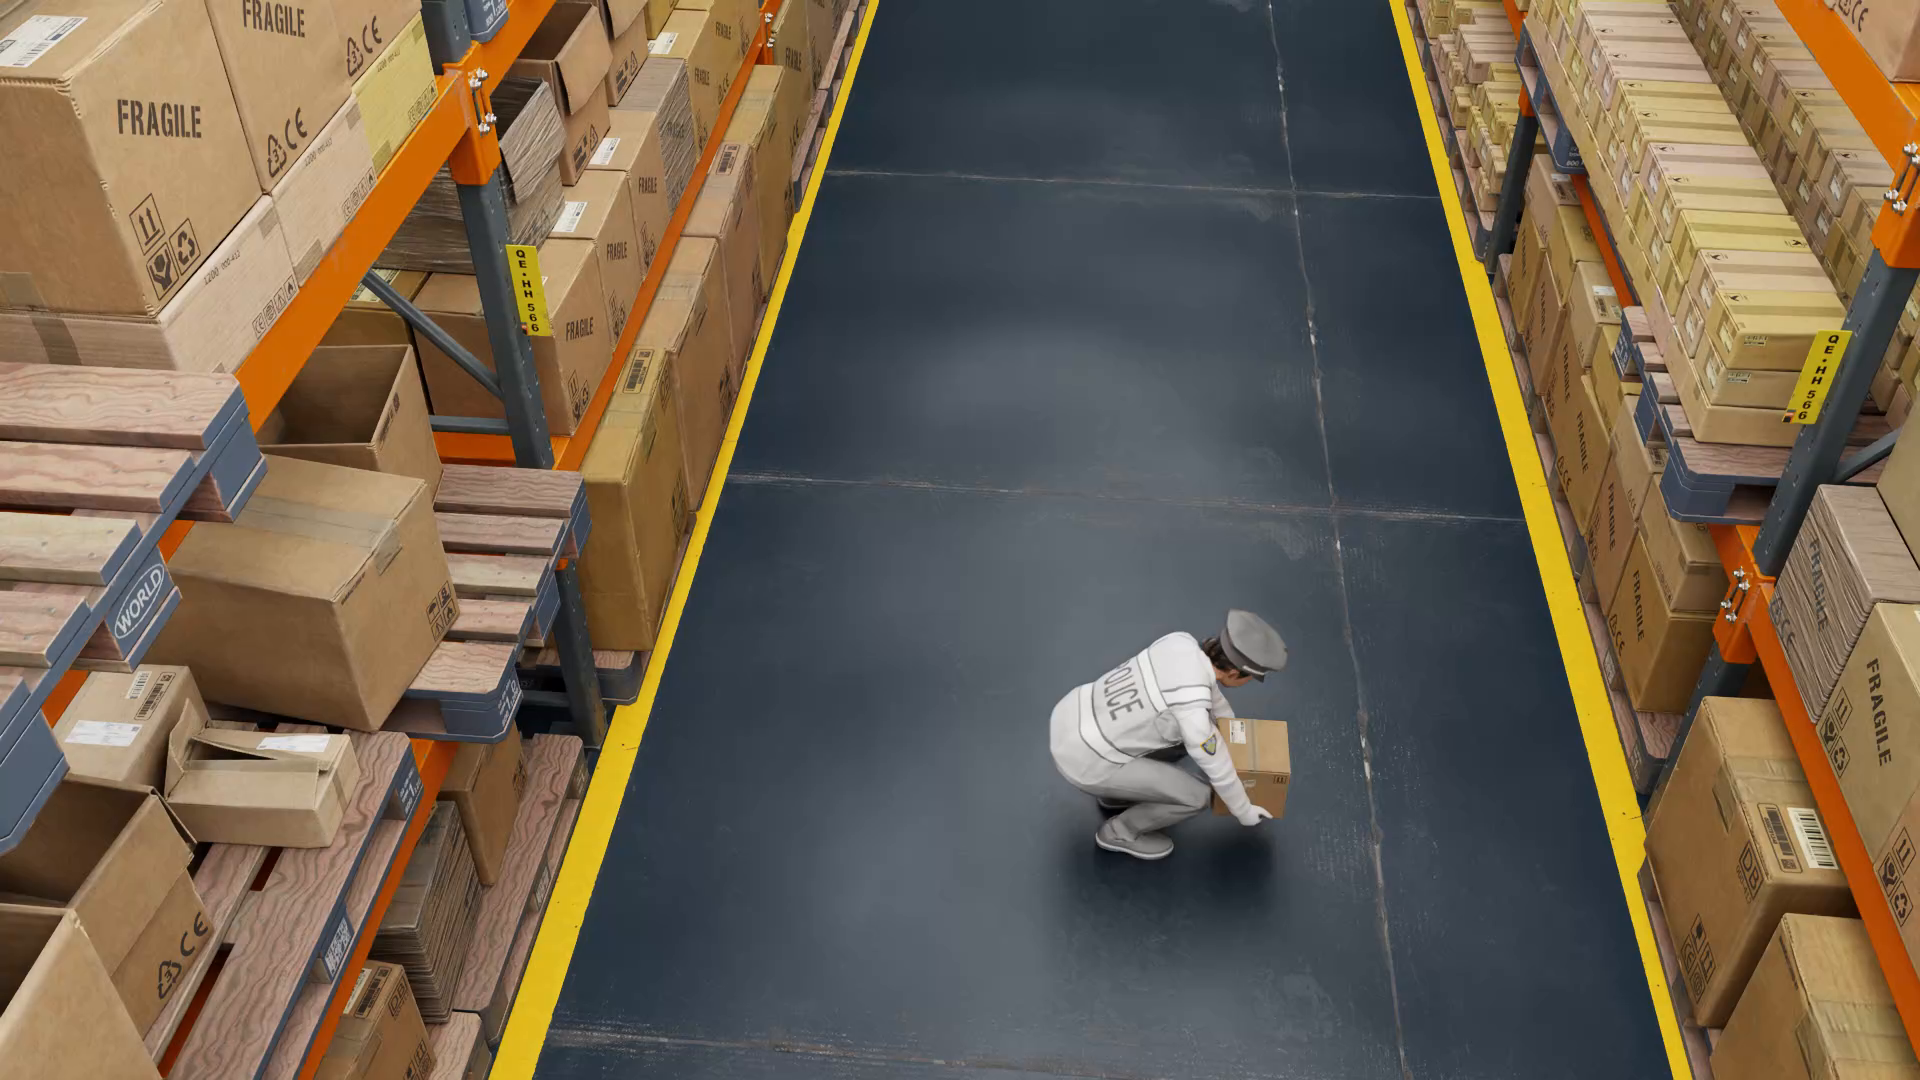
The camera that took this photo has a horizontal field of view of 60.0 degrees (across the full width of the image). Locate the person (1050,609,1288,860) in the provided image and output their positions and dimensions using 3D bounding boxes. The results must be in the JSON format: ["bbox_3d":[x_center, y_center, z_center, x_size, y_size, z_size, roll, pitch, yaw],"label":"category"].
[{"bbox_3d":[0.725,0.678,5.888,0.811,0.993,0.463,2,40,3],"label":"person"}]
